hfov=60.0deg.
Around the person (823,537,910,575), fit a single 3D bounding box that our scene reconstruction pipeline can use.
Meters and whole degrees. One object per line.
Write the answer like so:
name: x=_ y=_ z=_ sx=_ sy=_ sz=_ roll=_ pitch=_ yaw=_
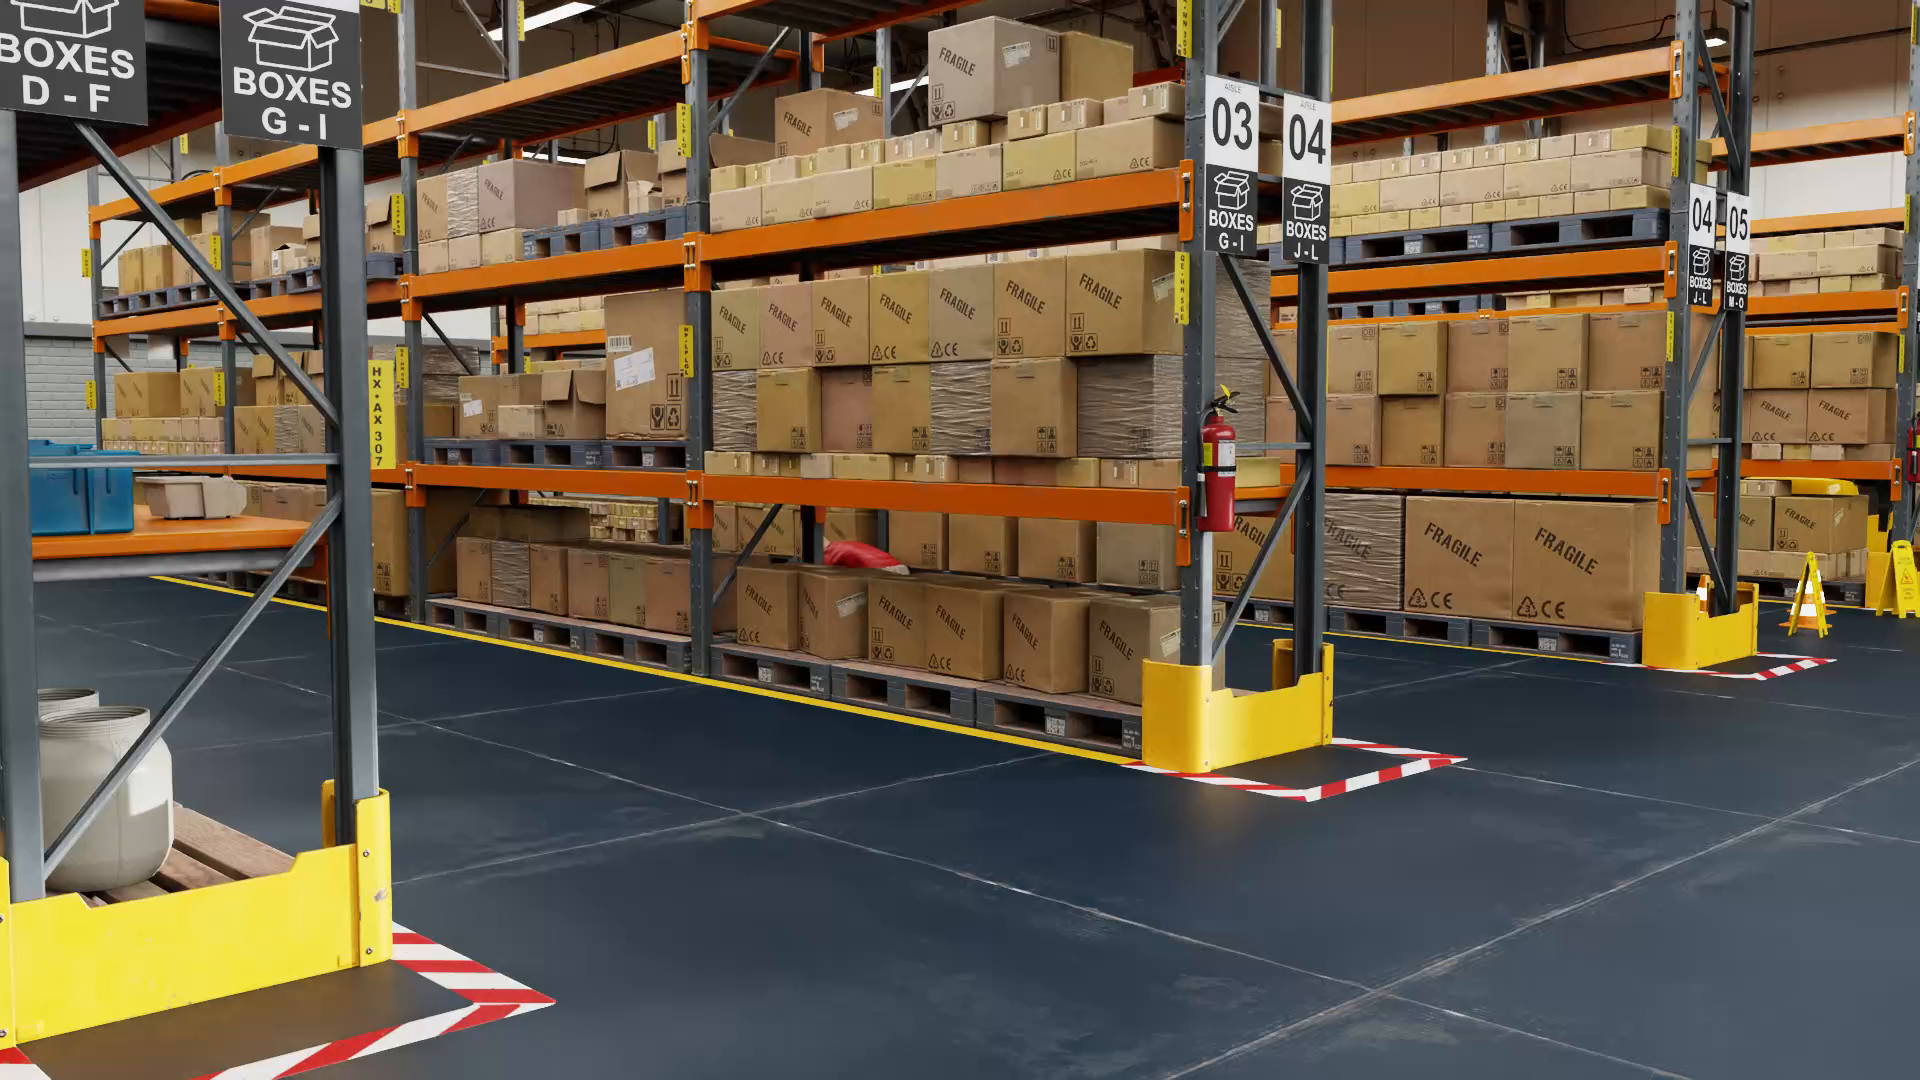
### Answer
person: x=-0.756 y=0.407 z=12.451 sx=0.904 sy=0.843 sz=0.533 roll=3 pitch=5 yaw=42
